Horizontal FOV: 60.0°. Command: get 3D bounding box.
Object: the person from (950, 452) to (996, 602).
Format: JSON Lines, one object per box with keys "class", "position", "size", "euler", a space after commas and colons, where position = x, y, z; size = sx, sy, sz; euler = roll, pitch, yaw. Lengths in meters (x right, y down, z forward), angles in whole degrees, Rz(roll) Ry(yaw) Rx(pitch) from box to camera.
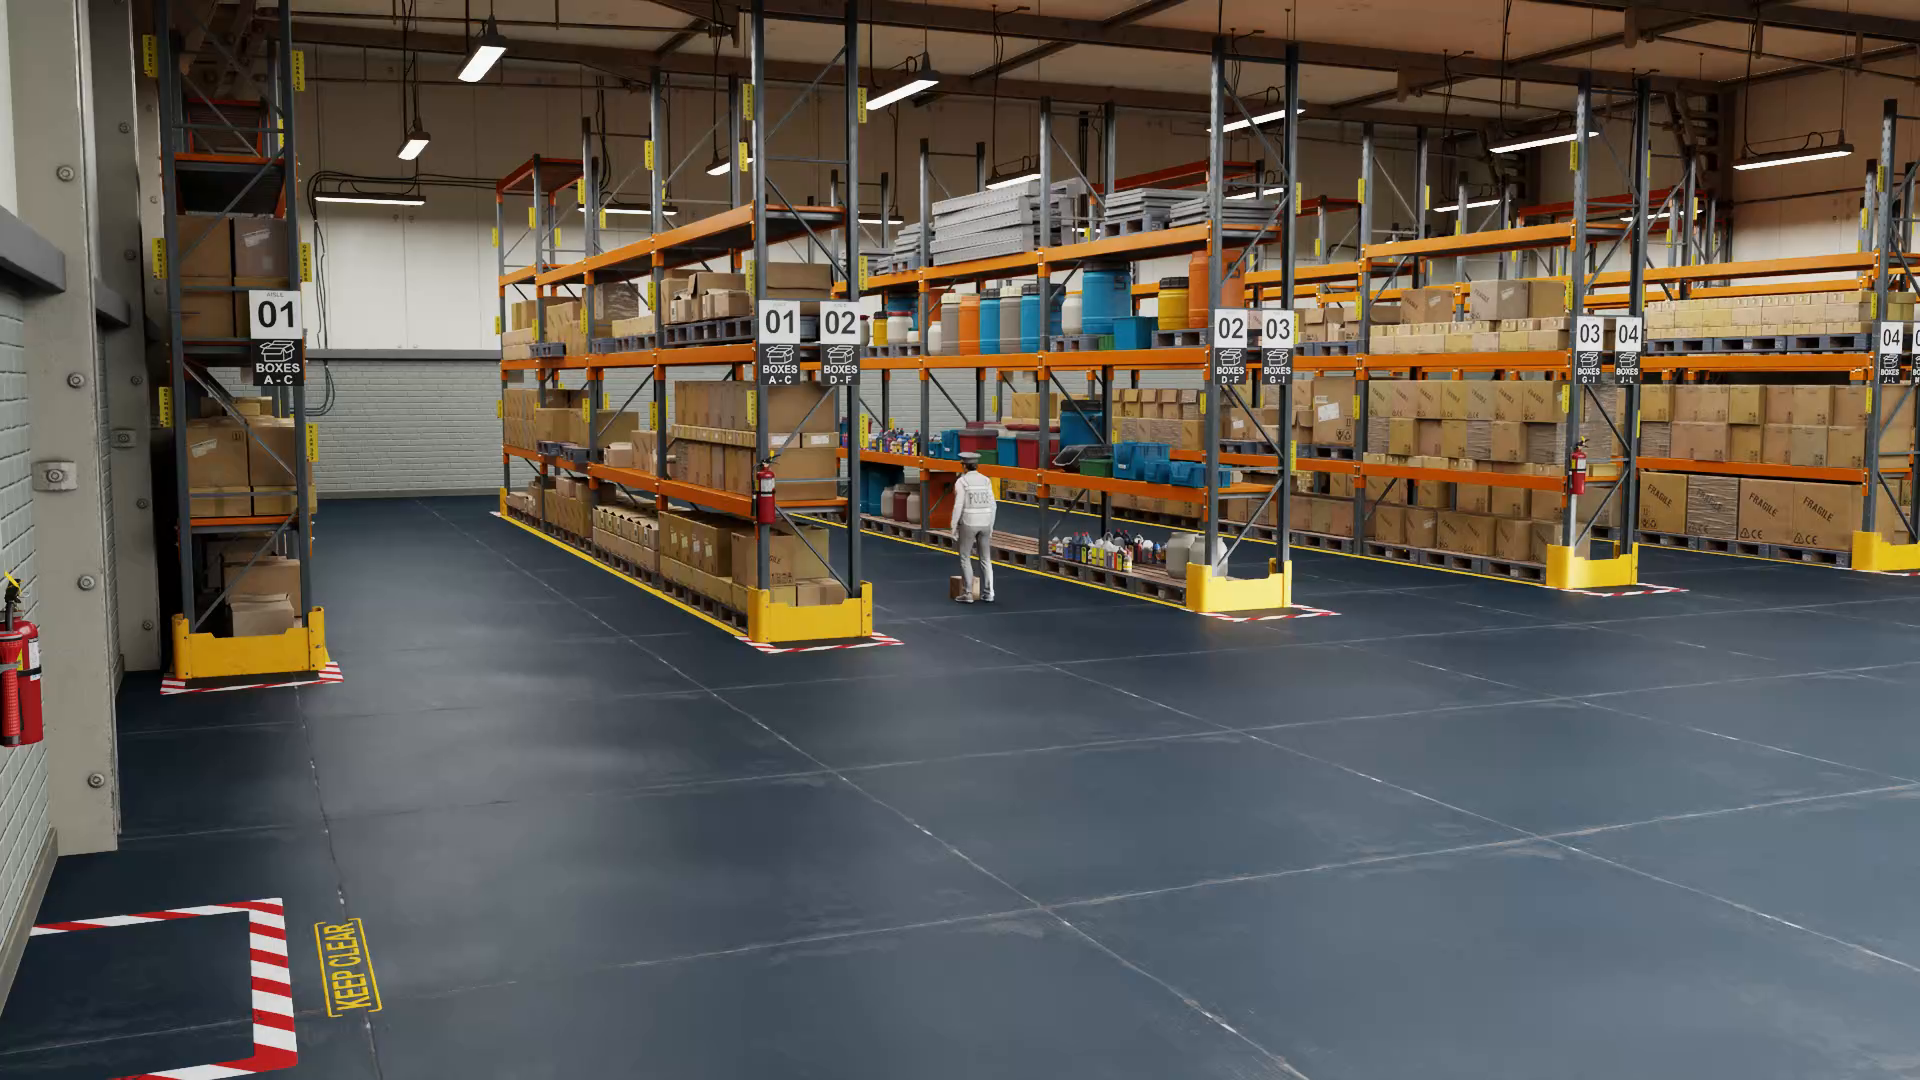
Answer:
{"class": "person", "position": [0.148, -0.141, 18.429], "size": [0.546, 1.667, 0.369], "euler": [-3, 6, -26]}
